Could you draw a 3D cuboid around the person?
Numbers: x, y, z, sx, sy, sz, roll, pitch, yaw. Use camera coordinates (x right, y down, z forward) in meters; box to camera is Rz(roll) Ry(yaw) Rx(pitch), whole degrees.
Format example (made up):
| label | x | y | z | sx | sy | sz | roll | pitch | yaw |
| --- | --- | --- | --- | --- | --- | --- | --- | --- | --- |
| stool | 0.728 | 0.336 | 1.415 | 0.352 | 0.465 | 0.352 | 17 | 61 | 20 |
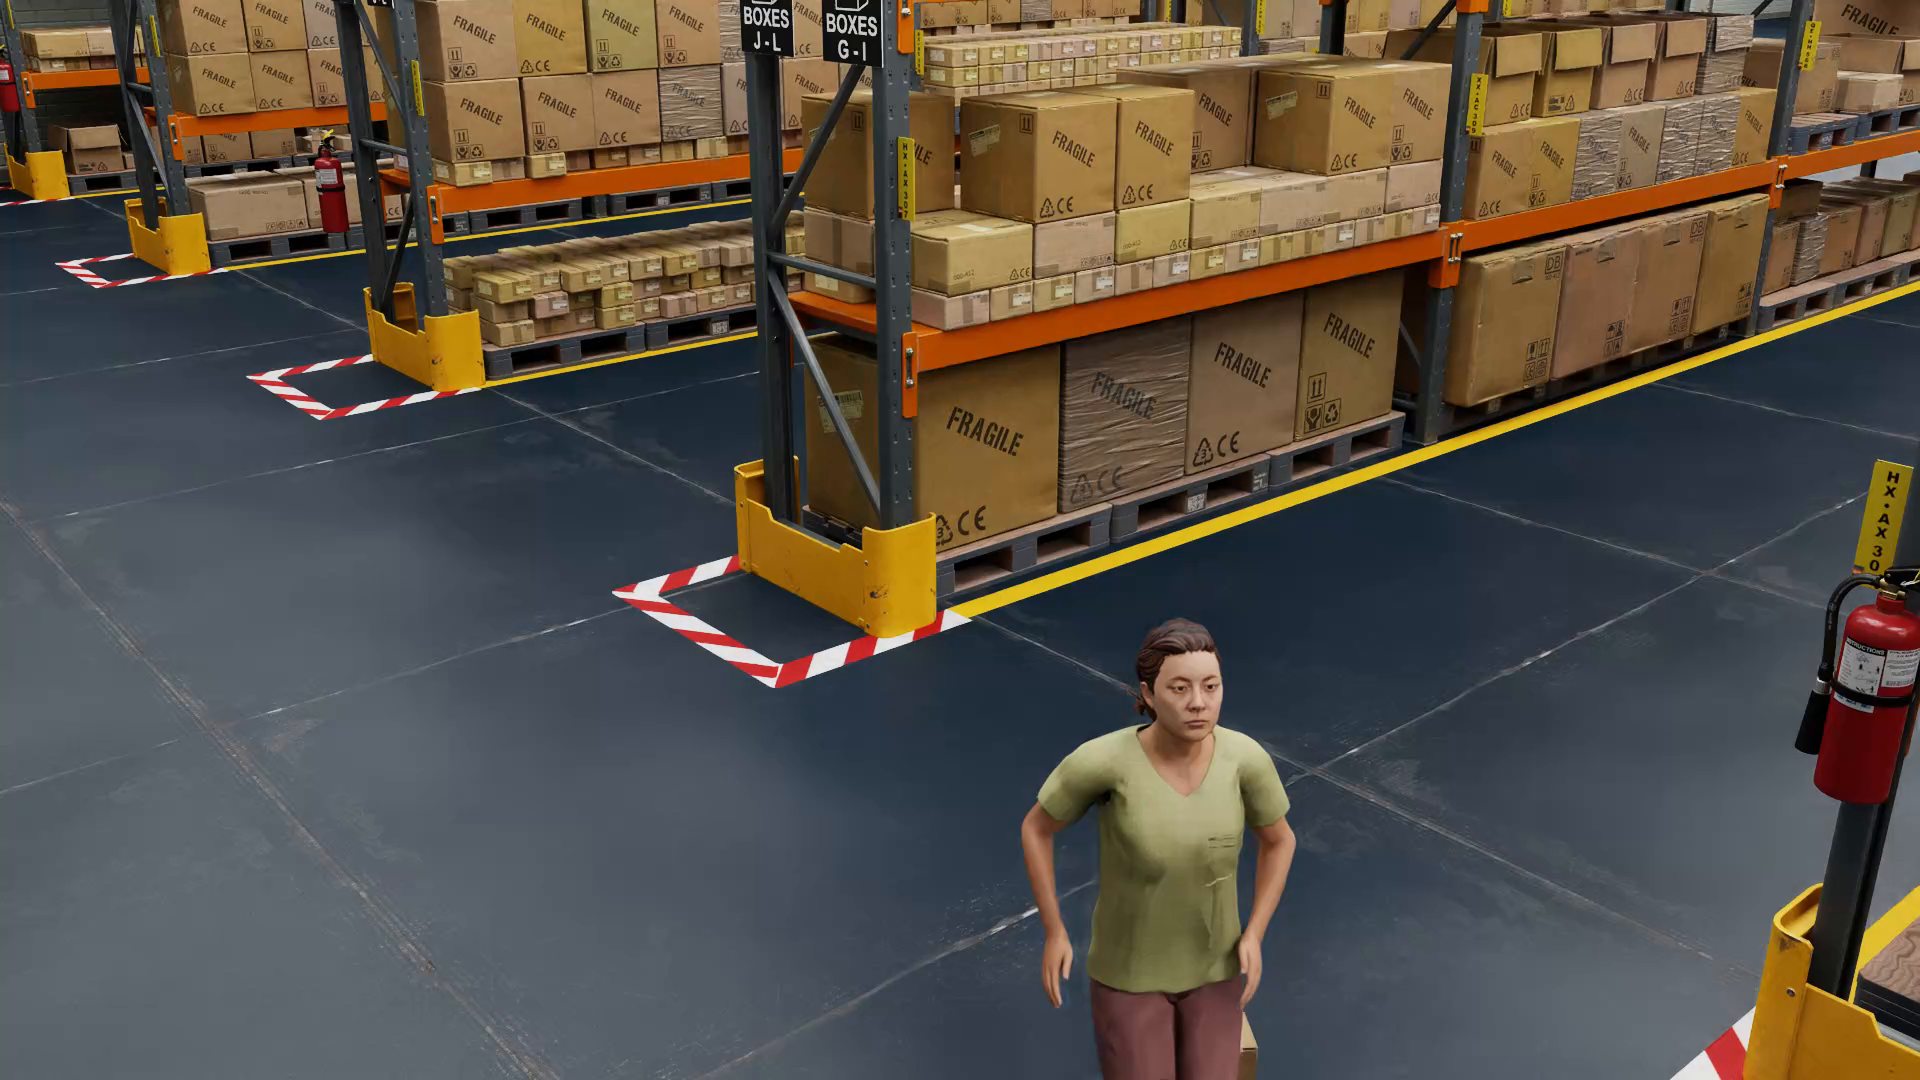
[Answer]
| label | x | y | z | sx | sy | sz | roll | pitch | yaw |
| --- | --- | --- | --- | --- | --- | --- | --- | --- | --- |
| person | 0.459 | 0.941 | 3.707 | 0.606 | 1.620 | 0.502 | -4 | 21 | -11 |
